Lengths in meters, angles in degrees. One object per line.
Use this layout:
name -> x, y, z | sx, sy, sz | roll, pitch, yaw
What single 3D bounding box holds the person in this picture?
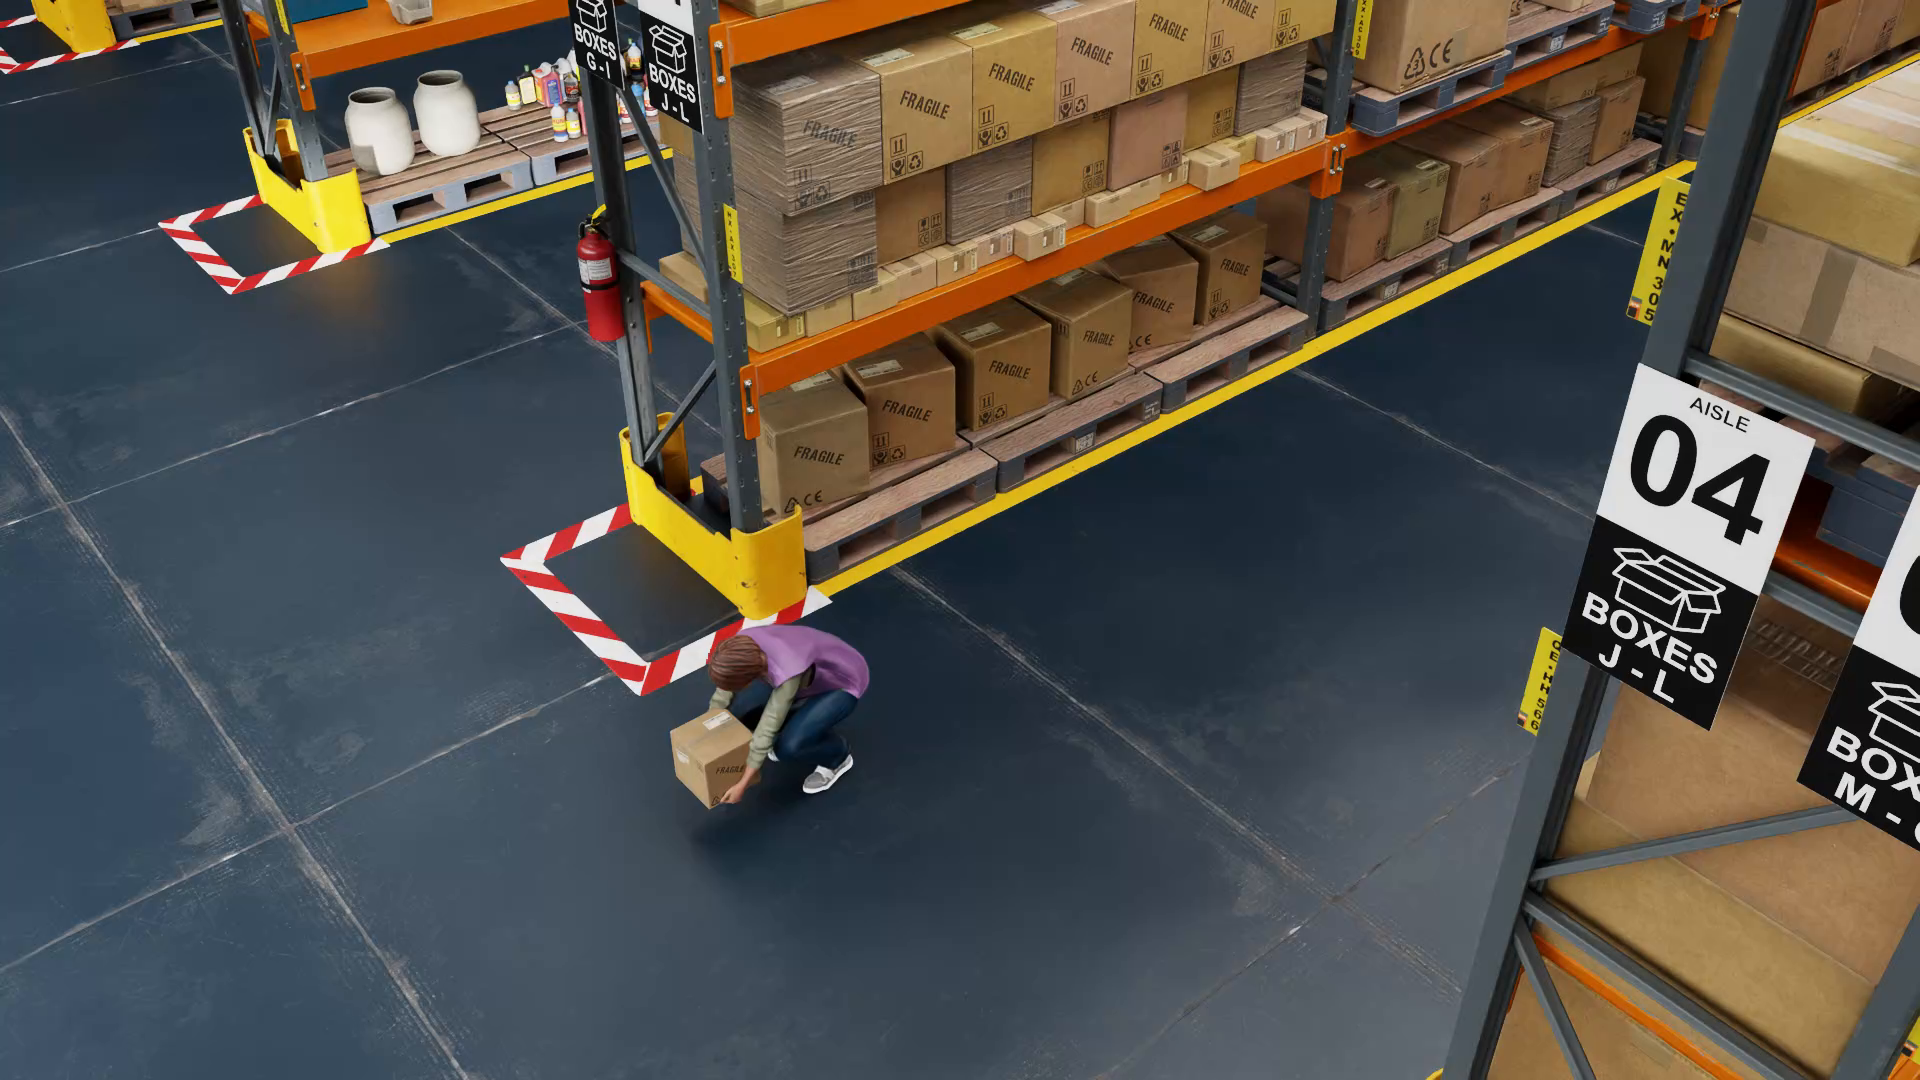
person -> -0.729, 0.652, 6.797 | 0.822, 0.896, 0.423 | -28, 45, -32
